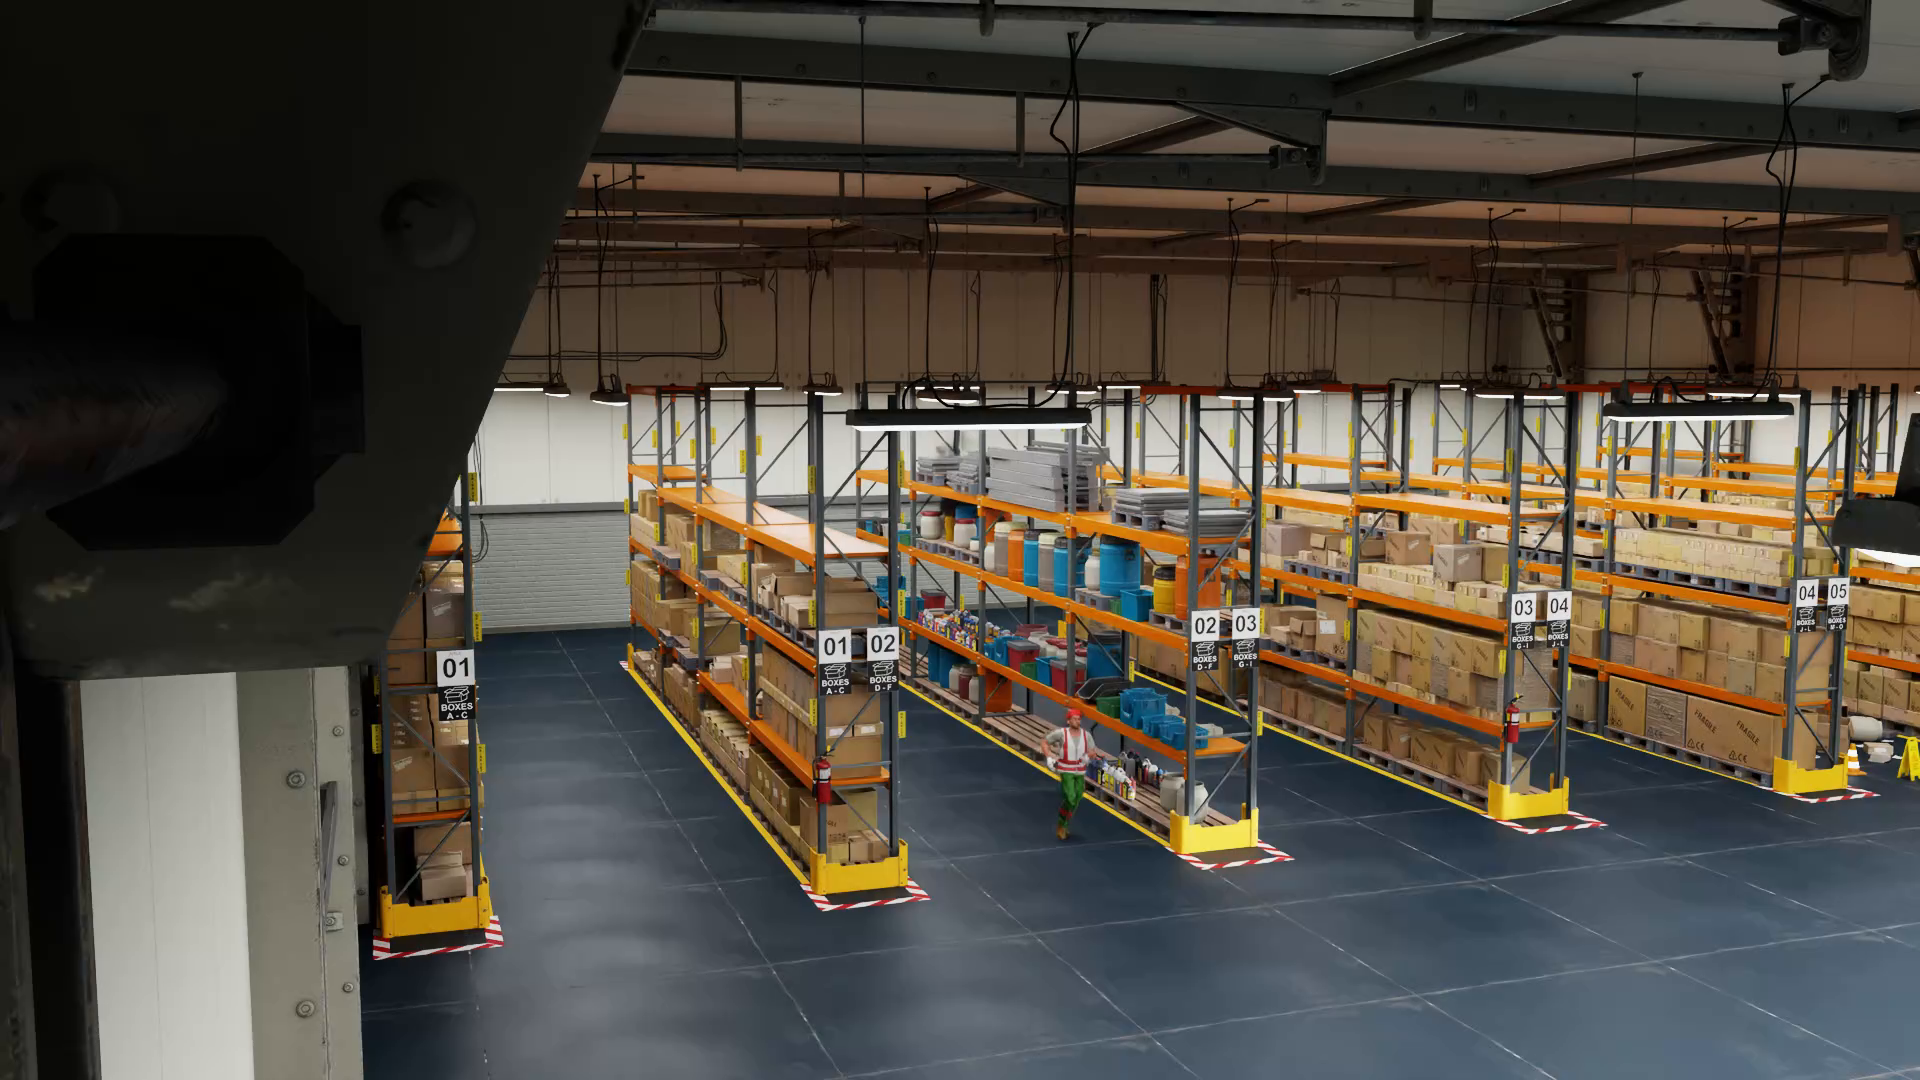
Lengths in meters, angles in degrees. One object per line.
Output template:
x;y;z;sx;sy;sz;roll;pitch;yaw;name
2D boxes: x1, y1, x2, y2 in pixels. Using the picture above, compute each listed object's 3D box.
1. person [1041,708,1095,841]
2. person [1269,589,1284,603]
1.515;3.145;22.393;0.671;1.757;0.629;-3;6;-24;person
7.951;1.306;41.423;0.509;1.545;0.573;2;6;22;person
